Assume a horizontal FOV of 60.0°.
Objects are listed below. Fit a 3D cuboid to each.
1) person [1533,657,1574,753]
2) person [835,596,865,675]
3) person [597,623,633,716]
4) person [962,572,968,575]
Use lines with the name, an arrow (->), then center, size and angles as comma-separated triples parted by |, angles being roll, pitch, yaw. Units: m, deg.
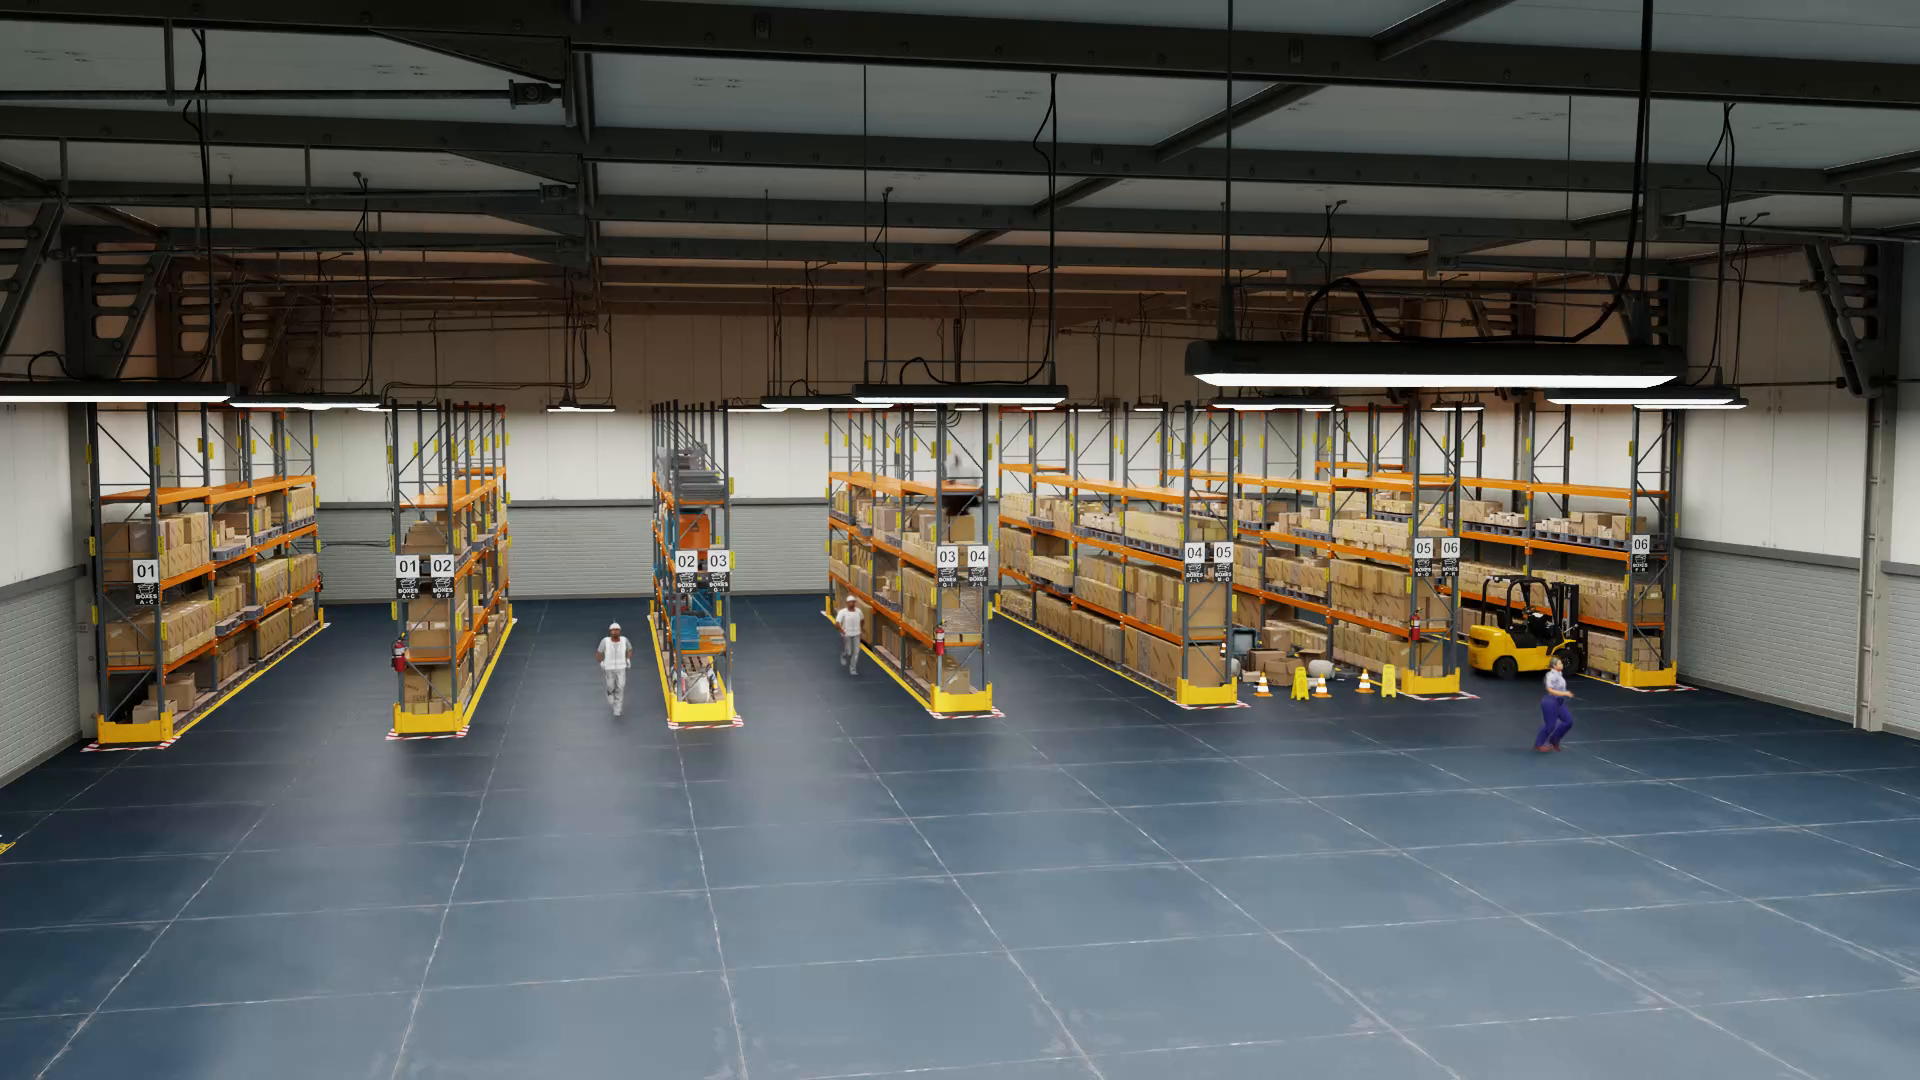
person -> 10.044, 2.806, 28.084 | 0.670, 1.645, 0.594 | 3, 5, 37
person -> -2.396, 2.095, 36.713 | 0.700, 1.739, 0.801 | -2, 5, -22
person -> -6.588, 2.464, 31.810 | 0.680, 1.760, 0.820 | -1, 4, -16
person -> -0.073, 1.328, 47.759 | 0.658, 1.583, 0.539 | 2, 5, 20
